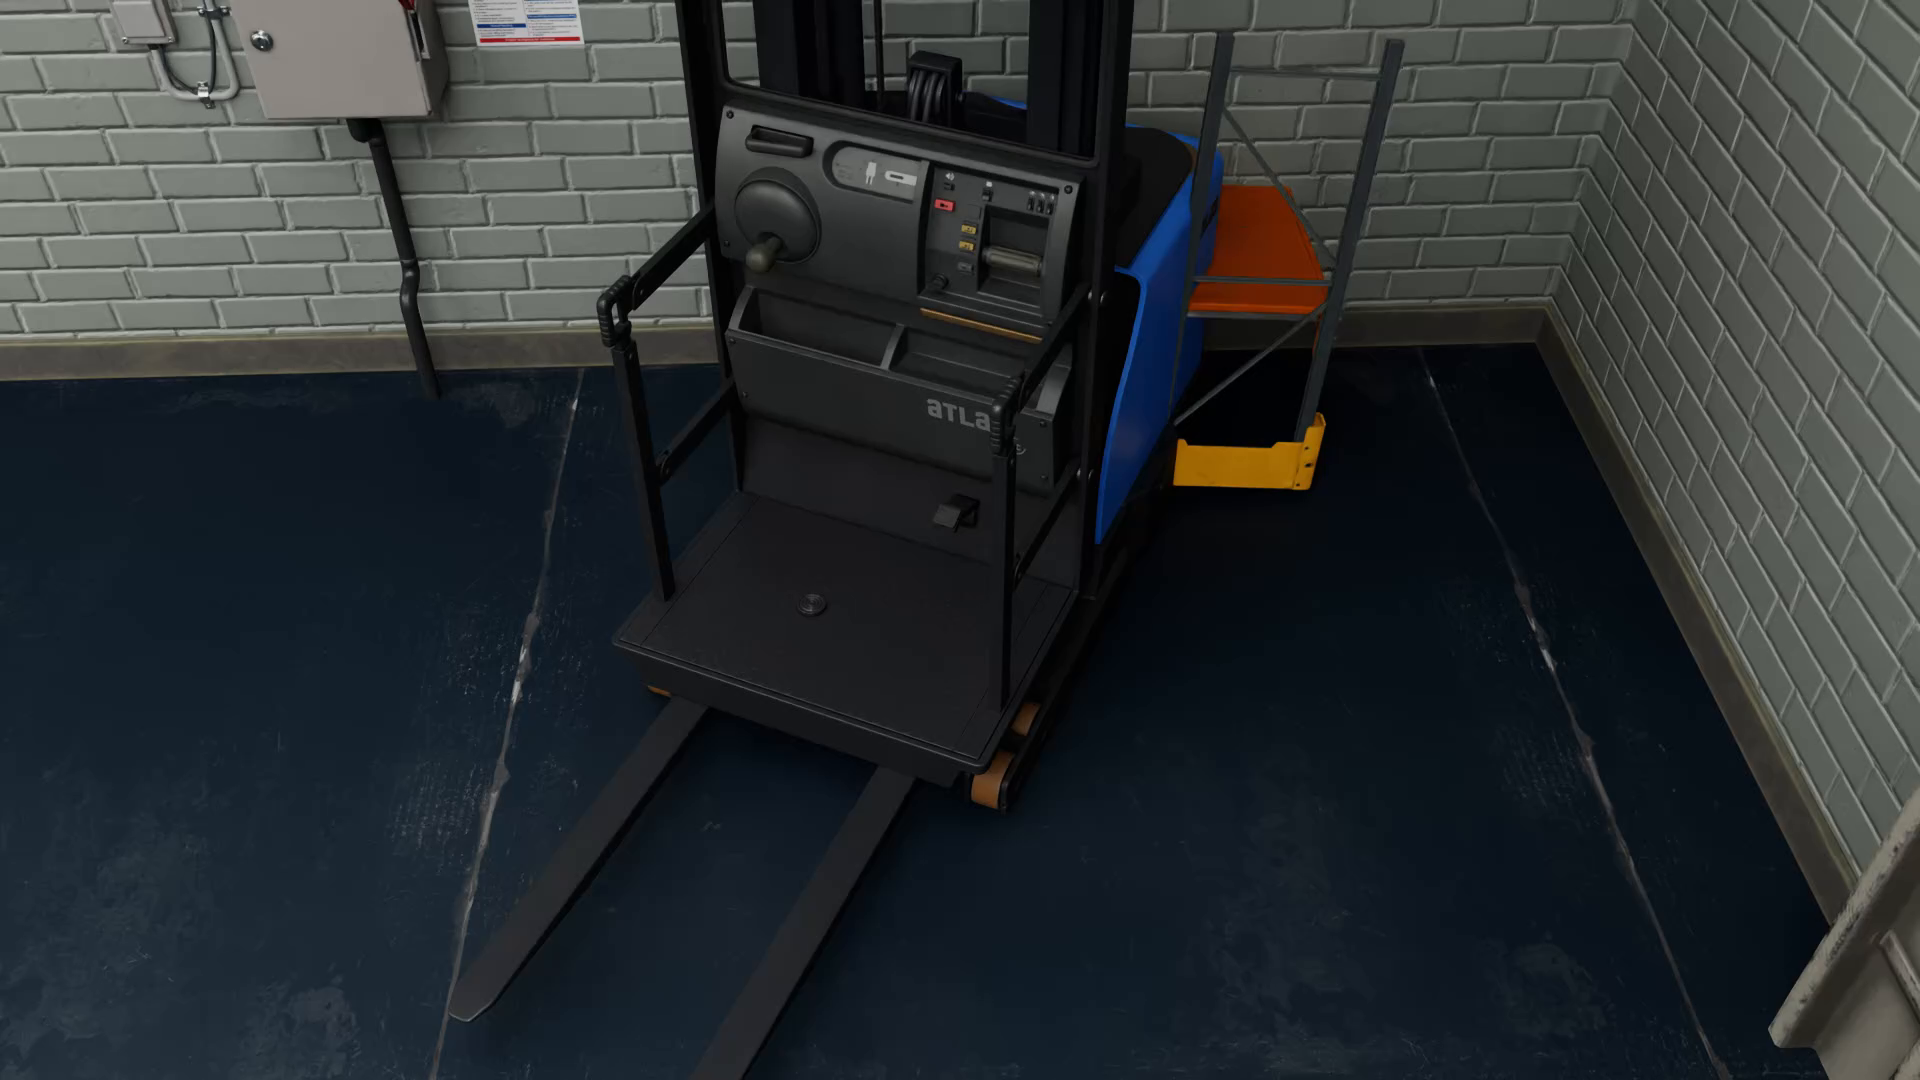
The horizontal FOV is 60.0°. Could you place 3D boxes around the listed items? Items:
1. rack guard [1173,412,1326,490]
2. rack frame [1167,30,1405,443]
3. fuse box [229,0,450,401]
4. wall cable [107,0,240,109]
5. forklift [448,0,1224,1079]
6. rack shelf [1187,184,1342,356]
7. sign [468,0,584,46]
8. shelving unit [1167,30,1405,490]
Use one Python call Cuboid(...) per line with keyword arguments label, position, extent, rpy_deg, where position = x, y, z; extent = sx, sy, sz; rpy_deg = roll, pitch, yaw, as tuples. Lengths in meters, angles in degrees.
Cuboid(label="rack guard", position=(0.849, -0.292, 5.305), extent=(0.587, 0.250, 0.087), rpy_deg=(2, 40, -4))
Cuboid(label="rack frame", position=(0.888, -0.759, 4.892), extent=(0.500, 1.500, 0.032), rpy_deg=(2, 40, -4))
Cuboid(label="fuse box", position=(-1.809, -1.115, 5.200), extent=(0.539, 1.711, 0.414), rpy_deg=(-2, 43, -2))
Cuboid(label="wall cable", position=(-2.497, -2.051, 4.516), extent=(0.588, 1.984, 0.122), rpy_deg=(-2, 43, -2))
Cuboid(label="forklift", position=(-0.249, -0.694, 3.838), extent=(1.130, 2.935, 3.031), rpy_deg=(16, 45, 17))
Cuboid(label="rack shelf", position=(0.862, -0.947, 5.397), extent=(0.538, 0.185, 1.000), rpy_deg=(2, 40, -4))
Cuboid(label="sign", position=(-1.324, -1.709, 4.965), extent=(0.329, 0.494, 0.001), rpy_deg=(-2, 43, -2))
Cuboid(label="shelving unit", position=(0.872, -1.090, 5.289), extent=(0.587, 1.500, 1.083), rpy_deg=(2, 40, -4))
